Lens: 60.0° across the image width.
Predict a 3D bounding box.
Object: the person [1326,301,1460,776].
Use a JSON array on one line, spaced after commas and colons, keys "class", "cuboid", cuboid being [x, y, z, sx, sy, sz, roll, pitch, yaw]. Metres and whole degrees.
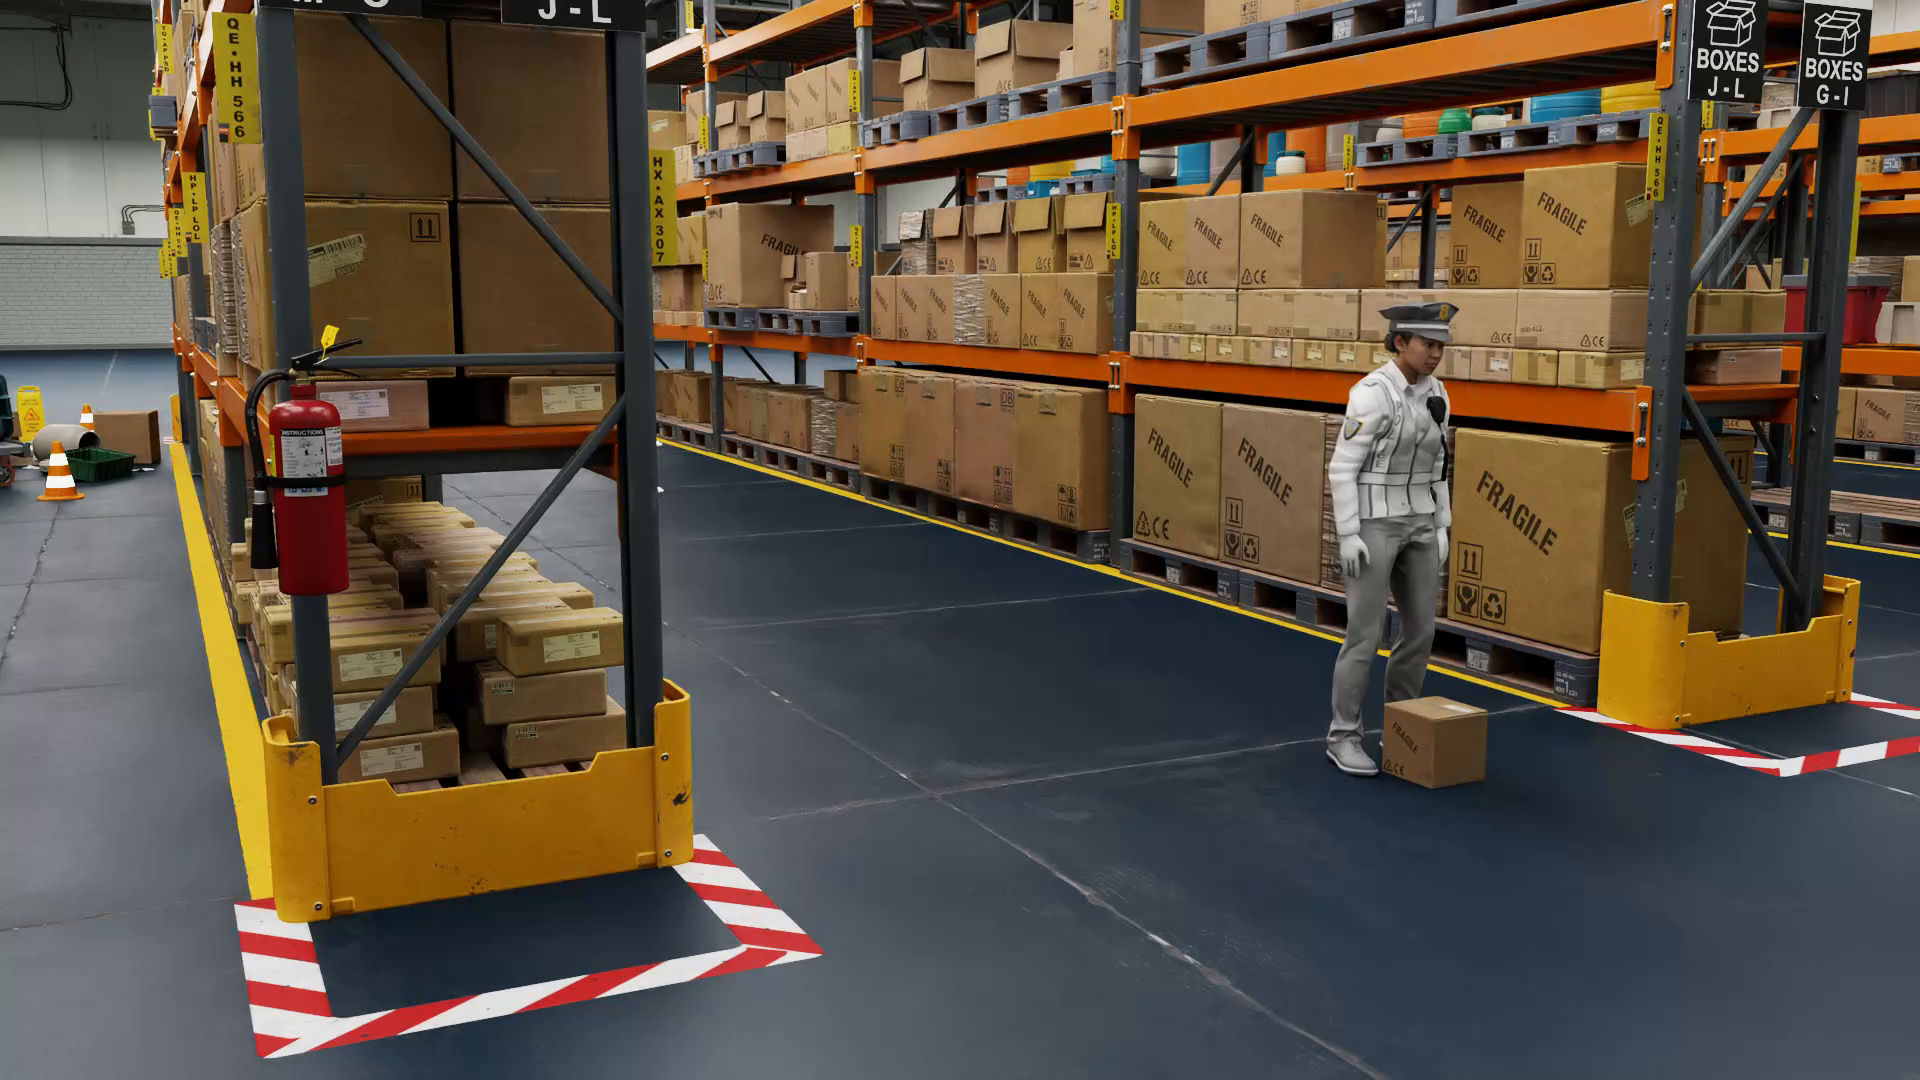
[{"class": "person", "cuboid": [1.558, -0.019, 5.966, 0.529, 1.662, 0.375, -5, 10, -28]}]
